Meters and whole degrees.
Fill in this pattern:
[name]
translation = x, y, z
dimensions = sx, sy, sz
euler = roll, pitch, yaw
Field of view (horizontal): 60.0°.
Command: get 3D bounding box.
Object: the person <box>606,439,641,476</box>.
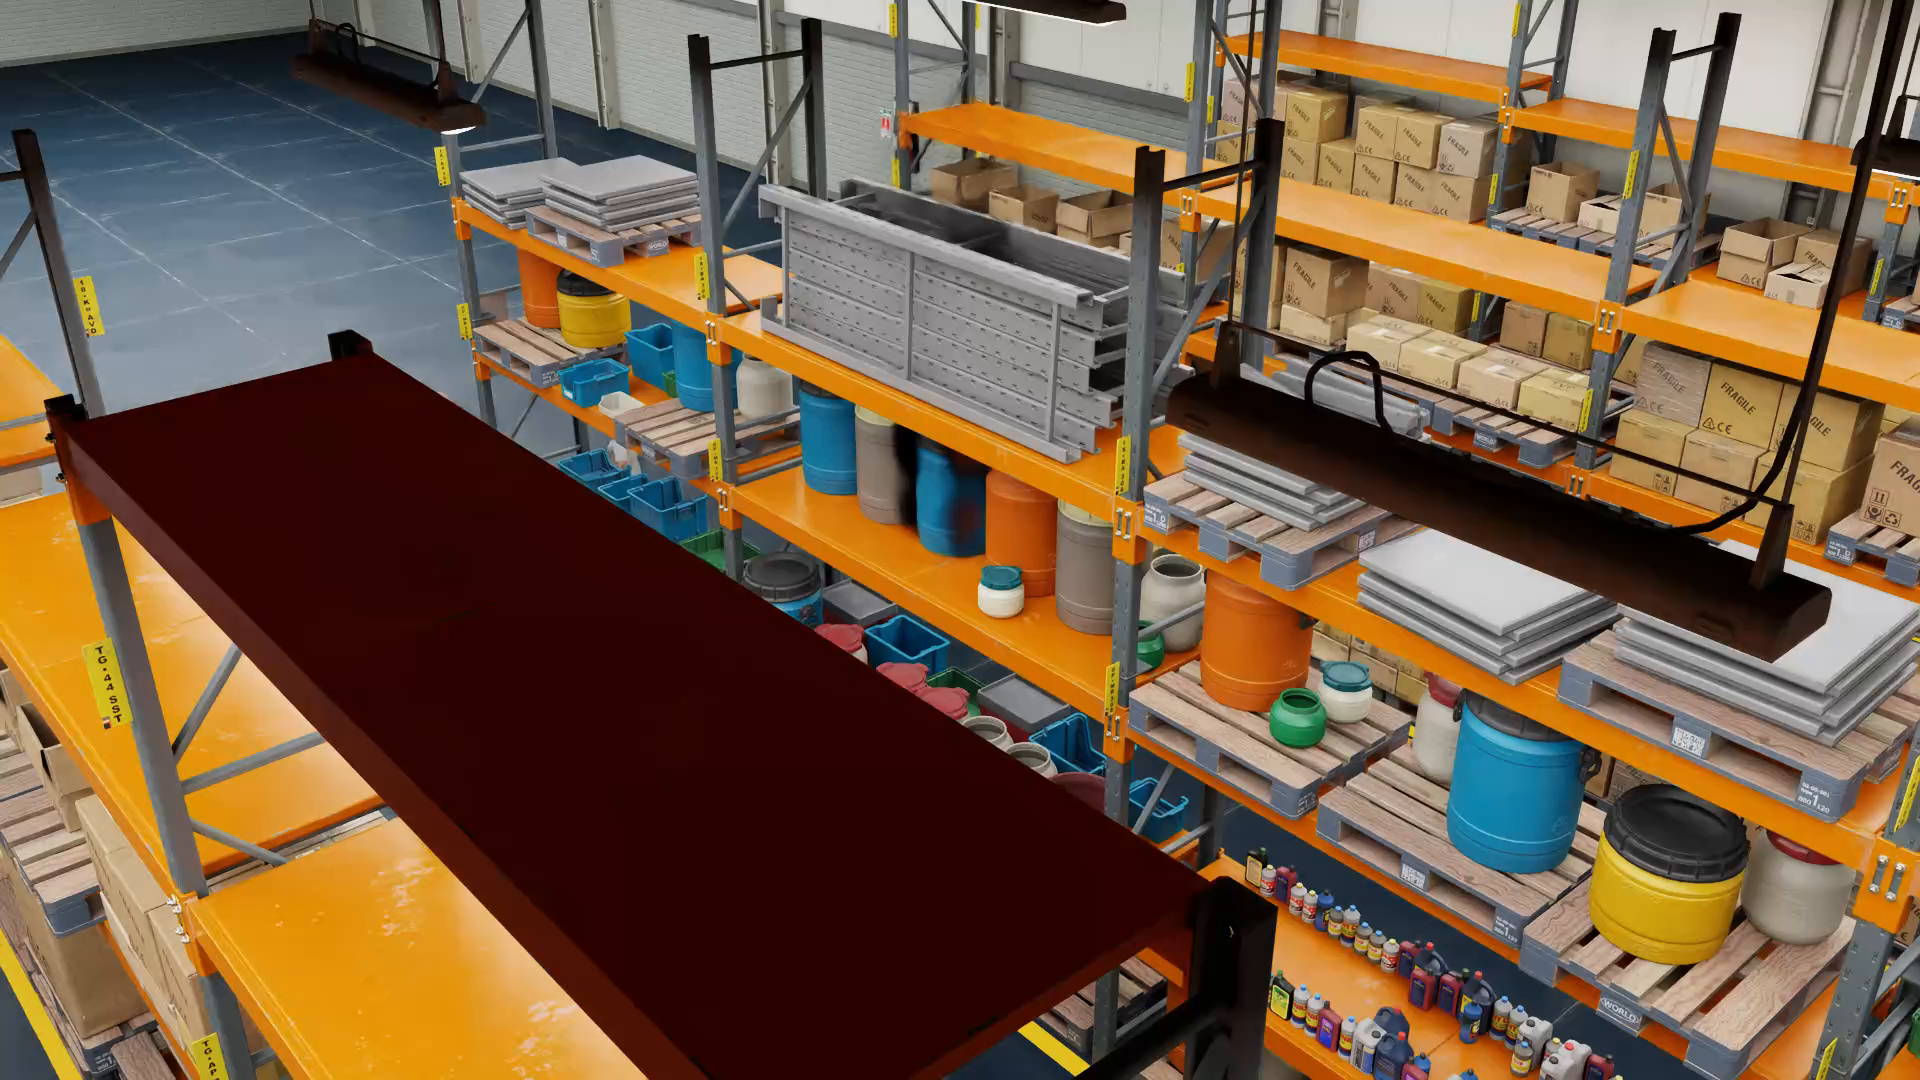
[person]
translation = -3.424, -0.633, 17.062
dimensions = 0.639, 1.583, 0.603
euler = 4, 27, 8
